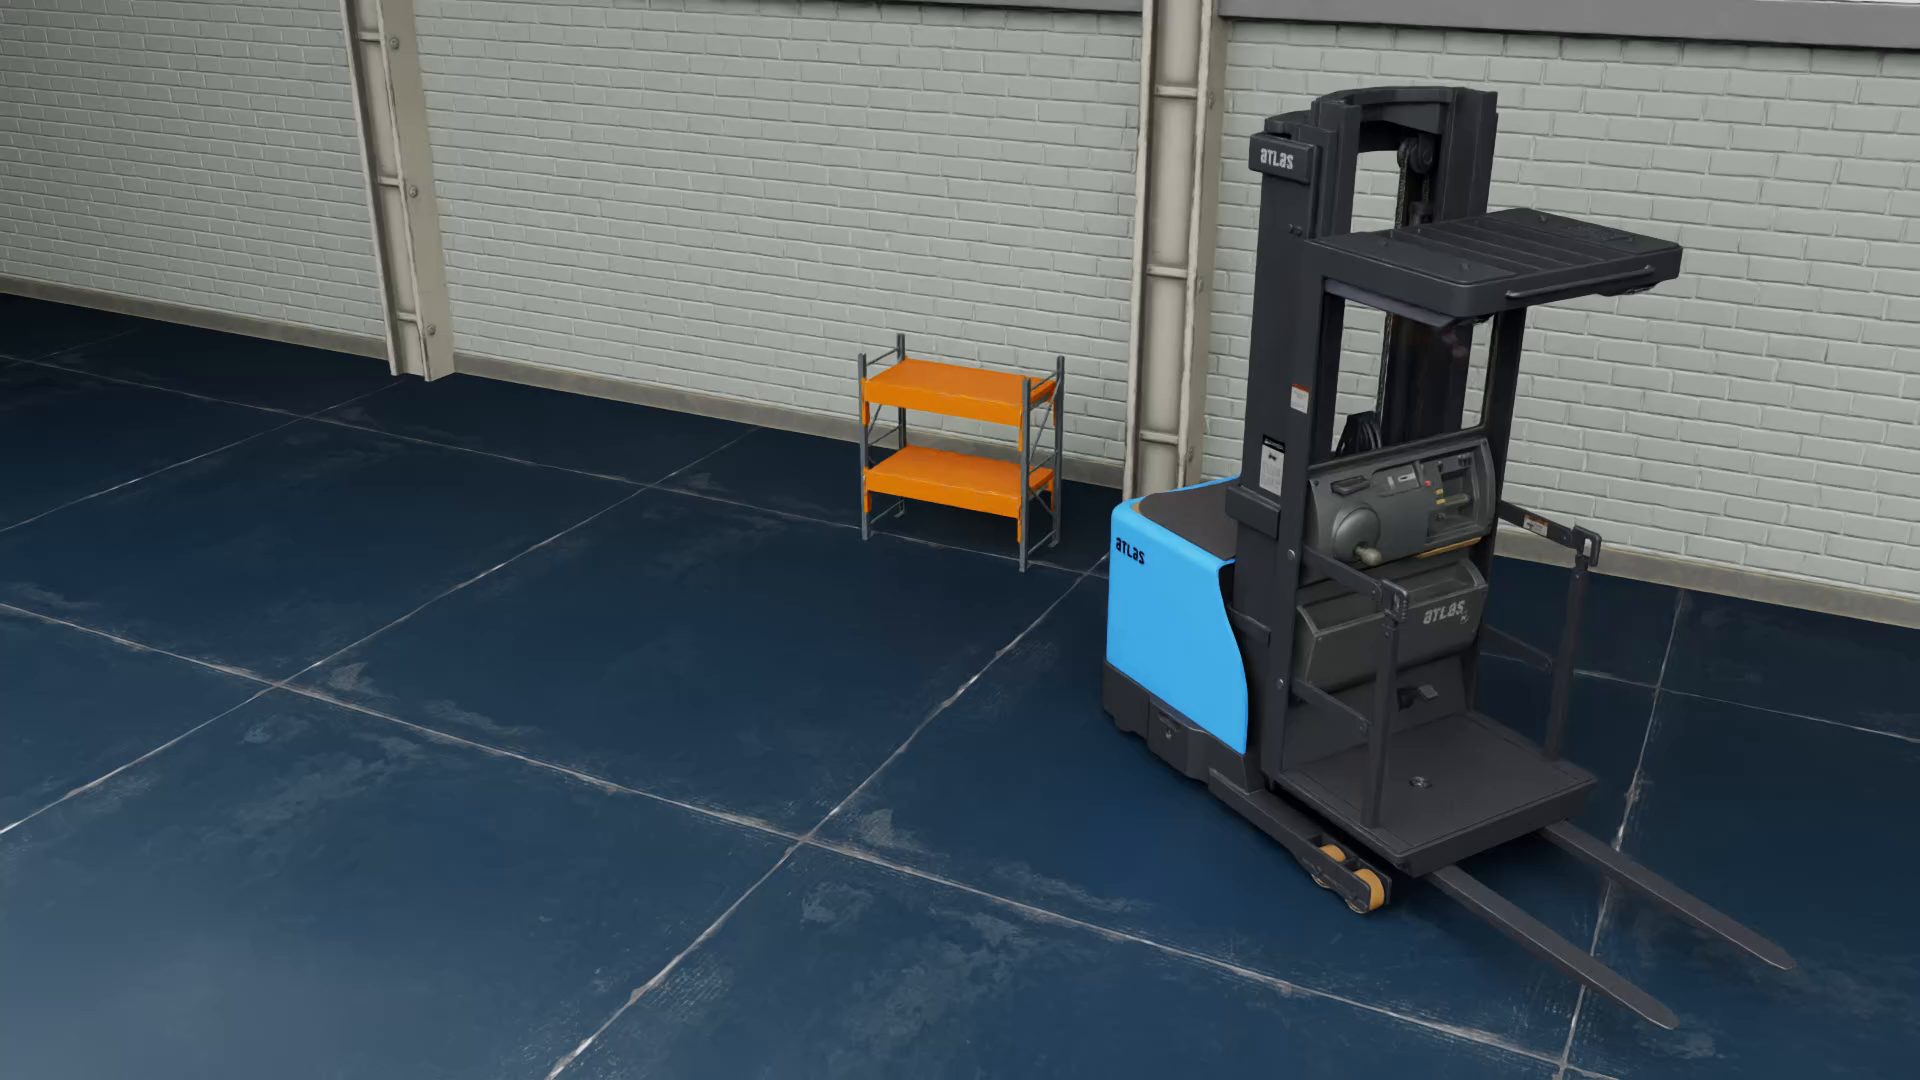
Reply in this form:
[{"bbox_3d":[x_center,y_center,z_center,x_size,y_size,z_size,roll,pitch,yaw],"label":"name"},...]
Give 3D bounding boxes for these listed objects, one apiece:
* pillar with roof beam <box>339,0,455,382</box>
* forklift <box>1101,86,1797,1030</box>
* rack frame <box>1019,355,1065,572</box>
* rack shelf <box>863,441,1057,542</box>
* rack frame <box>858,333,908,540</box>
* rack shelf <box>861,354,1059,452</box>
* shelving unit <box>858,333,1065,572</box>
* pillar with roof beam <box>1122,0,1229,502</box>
[{"bbox_3d":[-6.055,-3.922,7.473,0.400,9.000,9.100,11,25,25],"label":"pillar with roof beam"},{"bbox_3d":[1.837,-0.123,6.295,1.130,2.935,3.031,-13,26,-28],"label":"forklift"},{"bbox_3d":[0.460,-0.427,9.316,0.032,1.125,0.500,11,25,25],"label":"rack frame"},{"bbox_3d":[0.006,-0.291,9.623,1.000,0.278,0.538,11,25,25],"label":"rack shelf"},{"bbox_3d":[-0.448,-0.606,9.738,0.032,1.125,0.500,11,25,25],"label":"rack frame"},{"bbox_3d":[0.006,-0.786,9.413,1.000,0.278,0.538,11,25,25],"label":"rack shelf"},{"bbox_3d":[0.006,-0.516,9.527,1.048,1.125,0.538,11,25,25],"label":"shelving unit"},{"bbox_3d":[-0.700,-2.862,4.982,0.400,9.000,9.100,11,25,25],"label":"pillar with roof beam"}]
